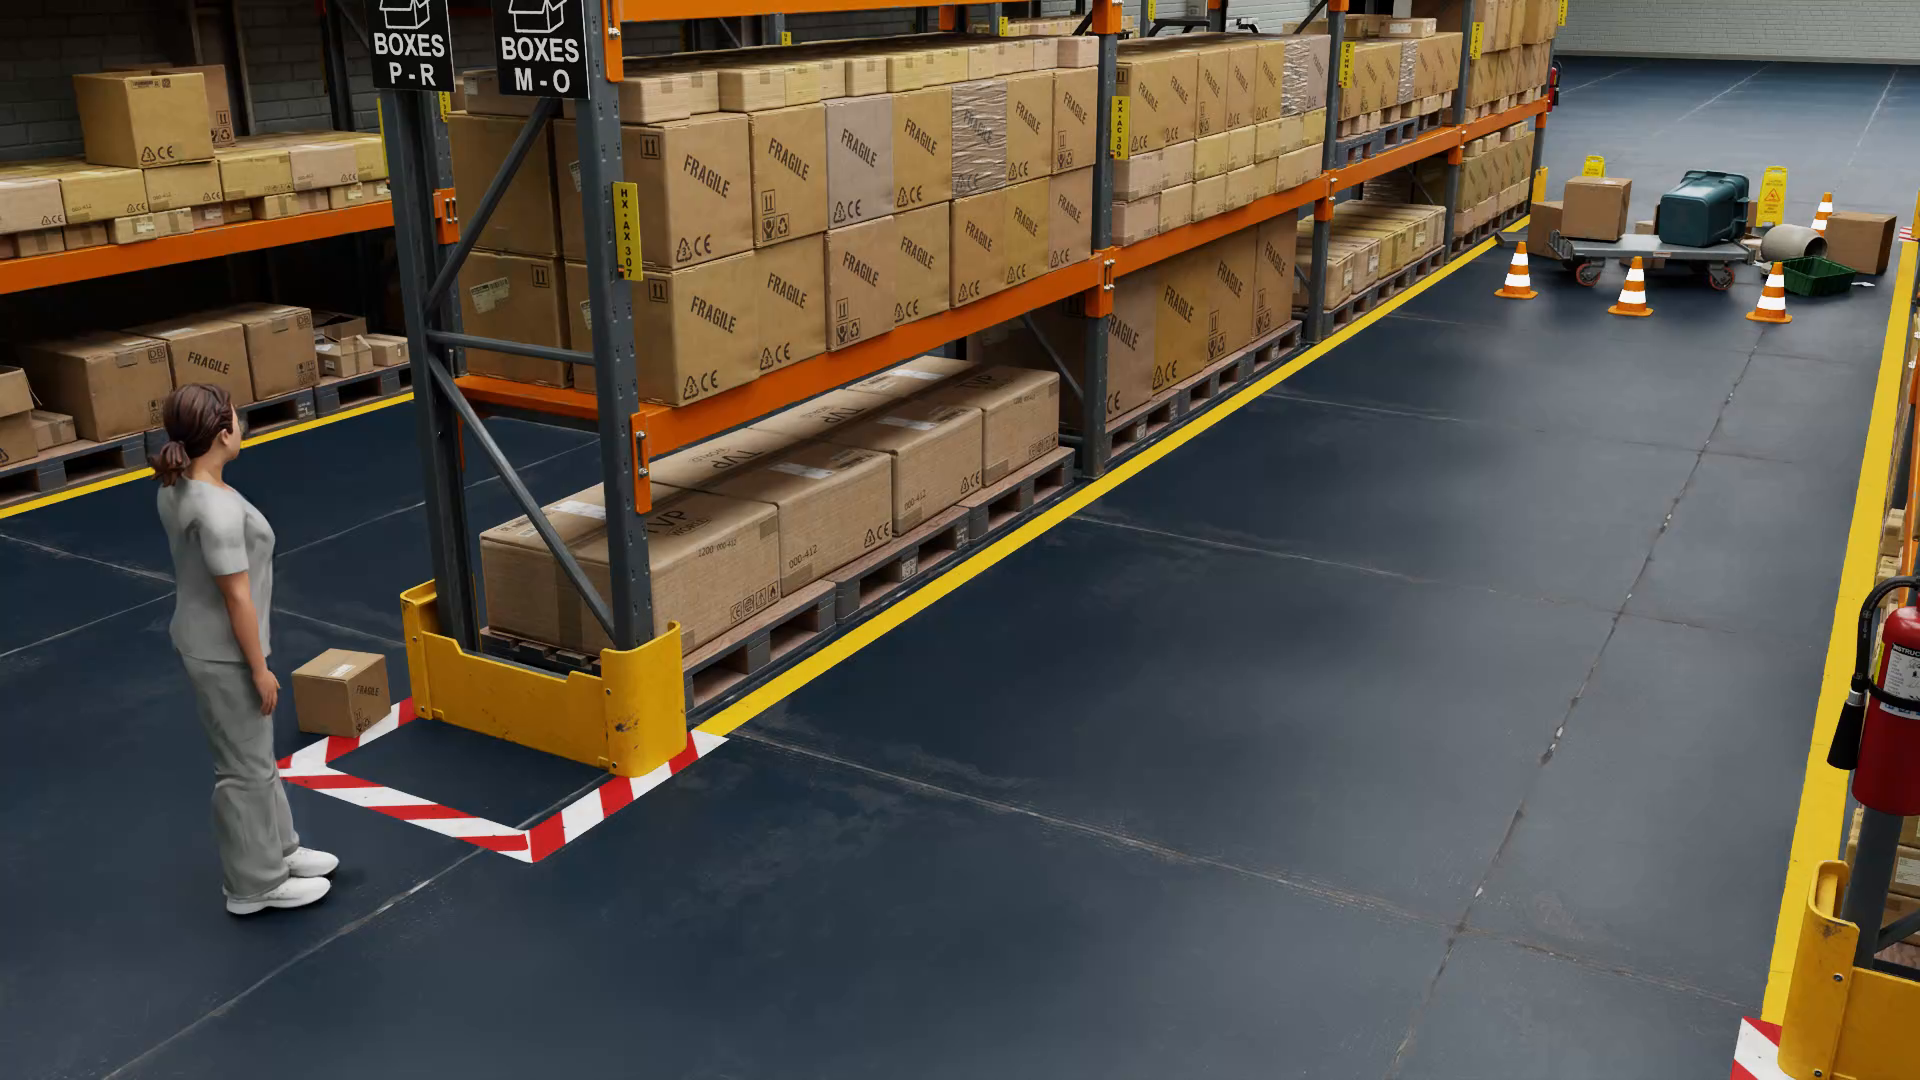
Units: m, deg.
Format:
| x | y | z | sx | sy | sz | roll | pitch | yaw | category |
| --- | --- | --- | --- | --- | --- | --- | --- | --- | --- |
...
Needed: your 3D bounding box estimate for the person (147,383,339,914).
| x | y | z | sx | sy | sz | roll | pitch | yaw | category |
| --- | --- | --- | --- | --- | --- | --- | --- | --- | --- |
| -2.181 | 0.341 | 5.058 | 0.385 | 1.683 | 0.465 | -14 | 24 | -34 | person |
